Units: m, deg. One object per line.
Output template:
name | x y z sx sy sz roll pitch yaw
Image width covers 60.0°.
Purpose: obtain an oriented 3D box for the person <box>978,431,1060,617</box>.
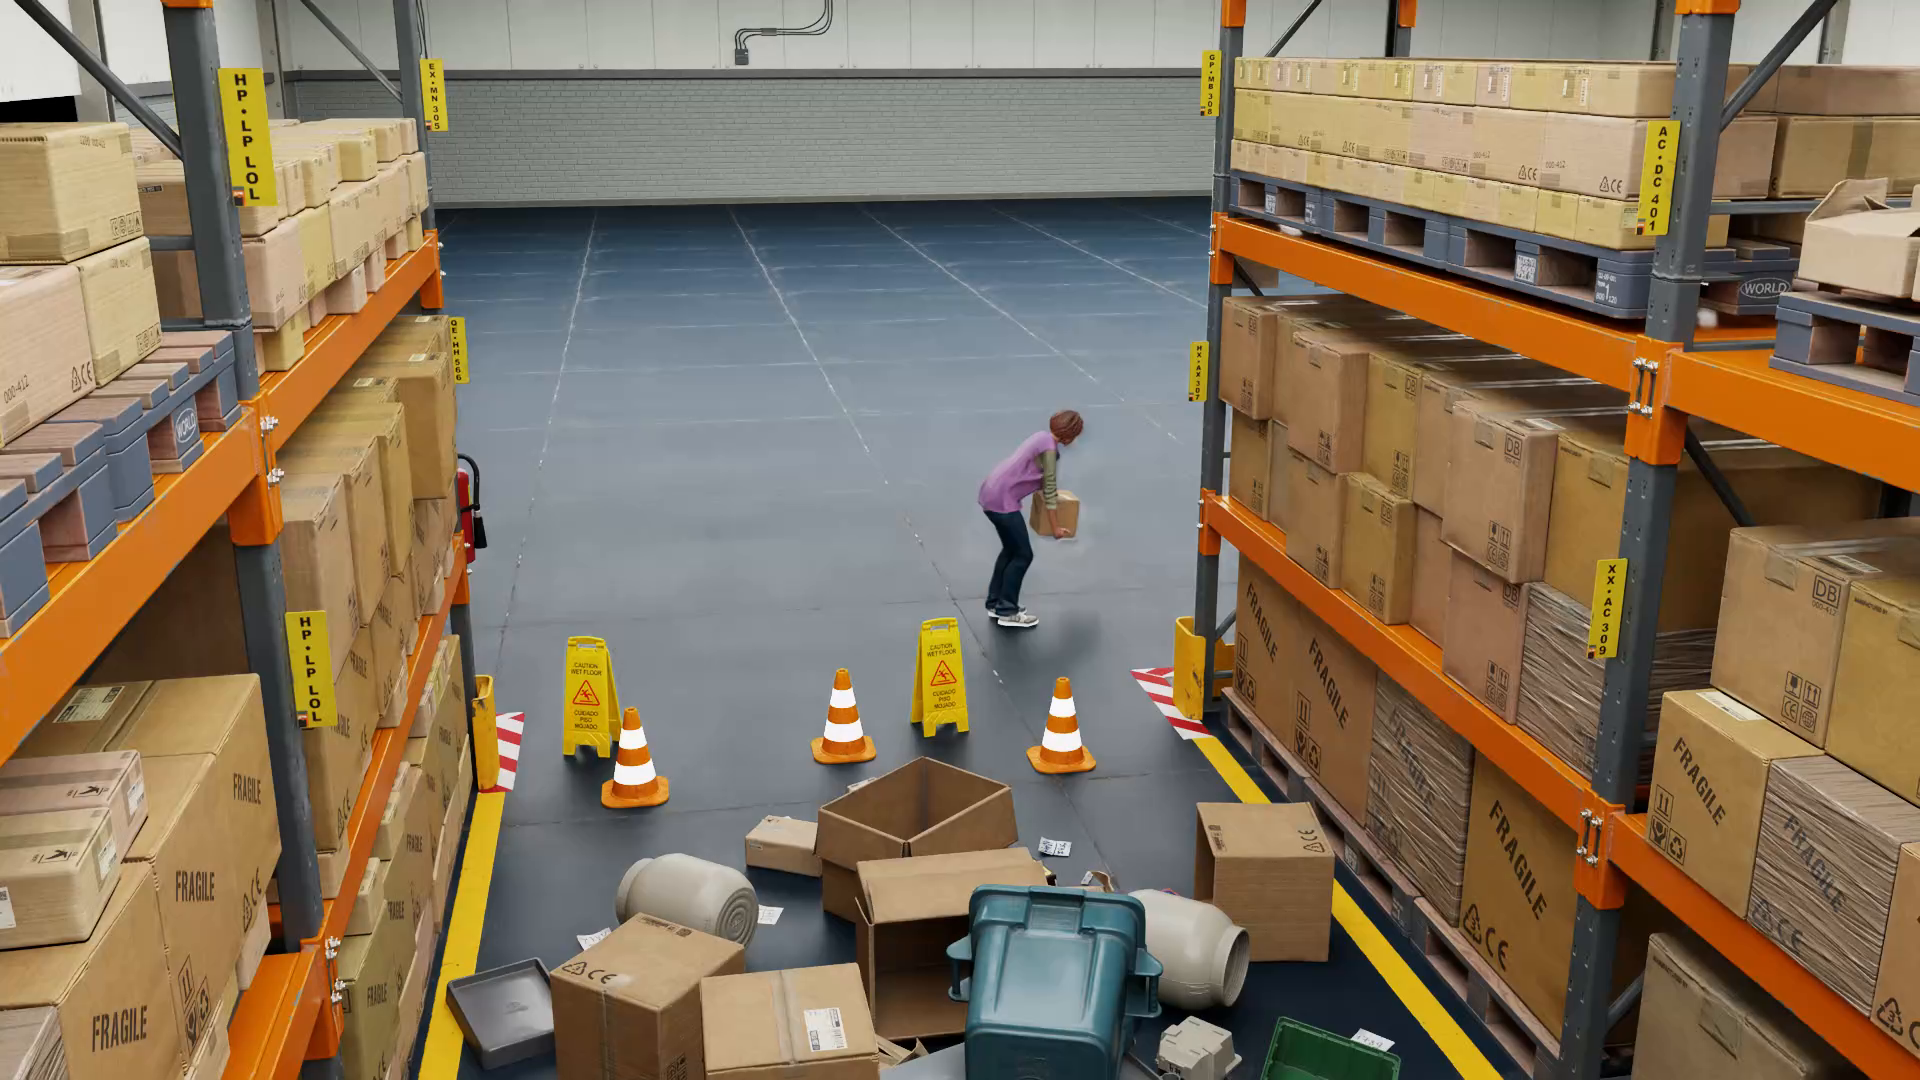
person | 0.381 -0.111 10.857 0.498 1.211 0.371 -3 17 -11
